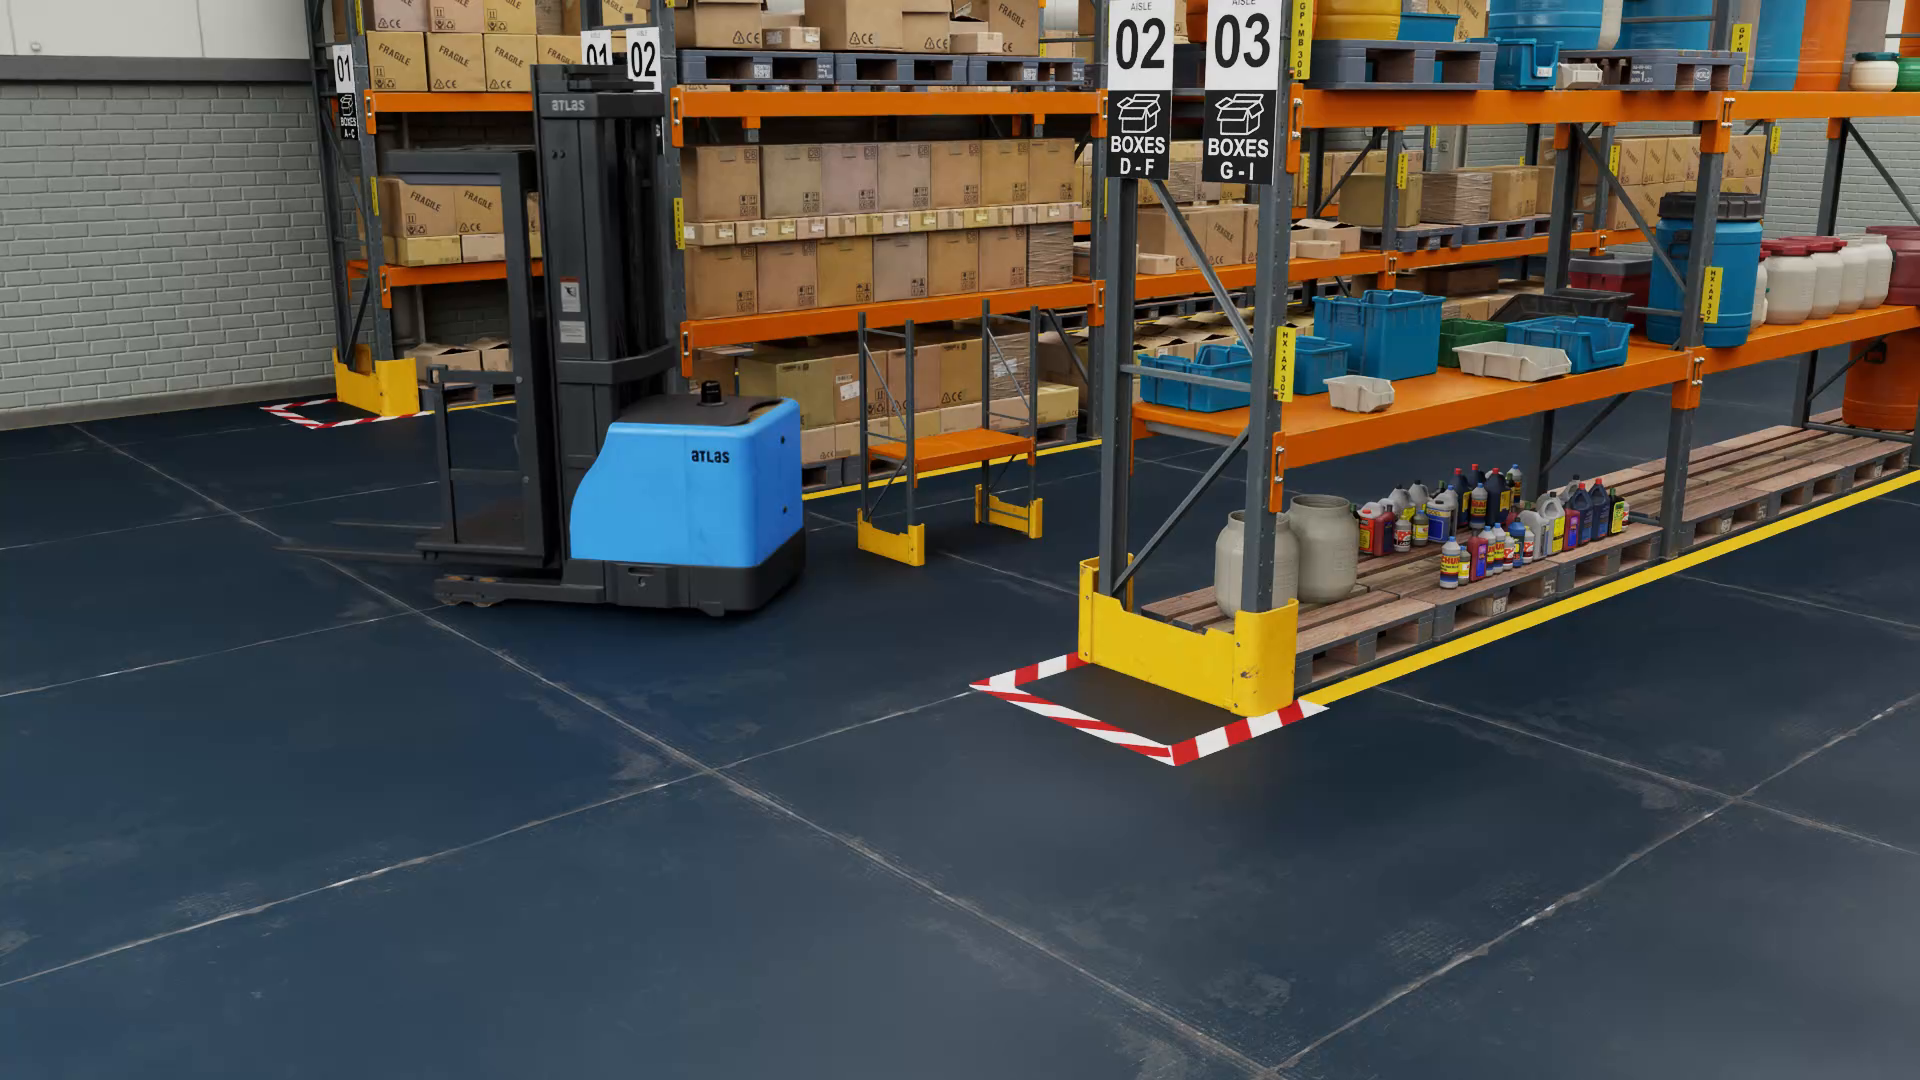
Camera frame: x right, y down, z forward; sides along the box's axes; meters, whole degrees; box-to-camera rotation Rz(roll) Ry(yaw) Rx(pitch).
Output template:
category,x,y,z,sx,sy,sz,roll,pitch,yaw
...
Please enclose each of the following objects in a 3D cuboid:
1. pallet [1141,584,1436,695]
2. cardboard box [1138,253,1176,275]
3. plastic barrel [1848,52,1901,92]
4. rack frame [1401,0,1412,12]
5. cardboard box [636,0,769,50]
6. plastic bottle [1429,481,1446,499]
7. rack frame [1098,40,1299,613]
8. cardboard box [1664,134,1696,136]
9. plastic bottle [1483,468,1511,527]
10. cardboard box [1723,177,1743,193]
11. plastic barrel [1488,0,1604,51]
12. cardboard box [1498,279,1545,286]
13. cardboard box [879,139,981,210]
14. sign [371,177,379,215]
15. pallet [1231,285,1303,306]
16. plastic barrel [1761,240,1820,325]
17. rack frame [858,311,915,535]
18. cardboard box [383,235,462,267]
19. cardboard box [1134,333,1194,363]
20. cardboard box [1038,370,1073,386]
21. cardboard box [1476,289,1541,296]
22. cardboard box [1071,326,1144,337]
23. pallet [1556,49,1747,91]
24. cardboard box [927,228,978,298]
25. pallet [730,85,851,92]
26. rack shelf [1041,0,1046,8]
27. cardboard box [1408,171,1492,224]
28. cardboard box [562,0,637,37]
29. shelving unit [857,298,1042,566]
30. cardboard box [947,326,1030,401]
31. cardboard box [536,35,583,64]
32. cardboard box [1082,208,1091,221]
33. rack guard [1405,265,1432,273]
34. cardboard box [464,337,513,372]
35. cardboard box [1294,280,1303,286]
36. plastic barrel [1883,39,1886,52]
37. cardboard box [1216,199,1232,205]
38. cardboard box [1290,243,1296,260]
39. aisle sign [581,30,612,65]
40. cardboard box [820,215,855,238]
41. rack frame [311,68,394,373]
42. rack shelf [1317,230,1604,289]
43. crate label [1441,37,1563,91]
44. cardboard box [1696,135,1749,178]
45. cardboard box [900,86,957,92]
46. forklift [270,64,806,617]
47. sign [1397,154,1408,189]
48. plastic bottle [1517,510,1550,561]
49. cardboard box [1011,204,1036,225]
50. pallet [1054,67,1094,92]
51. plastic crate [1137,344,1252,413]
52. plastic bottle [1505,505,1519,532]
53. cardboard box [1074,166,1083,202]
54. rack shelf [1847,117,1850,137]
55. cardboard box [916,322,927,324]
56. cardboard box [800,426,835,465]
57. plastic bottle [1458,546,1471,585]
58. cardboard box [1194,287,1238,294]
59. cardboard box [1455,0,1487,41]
category,x,y,z,sx,sy,sz,roll,pitch,yaw
pallet,1.707,0.445,8.676,1.213,0.211,1.003,-13,19,-39
cardboard box,1.636,-2.375,14.317,0.250,0.149,0.380,-13,19,-39
plastic barrel,6.293,-3.221,11.450,0.301,0.262,0.301,0,15,0
rack frame,3.851,-5.962,15.634,0.127,3.000,1.000,-13,19,-39
cardboard box,-1.748,-3.575,11.223,0.637,0.503,0.797,-11,18,-36
plastic bottle,2.906,-0.214,10.149,0.133,0.283,0.061,-12,19,-37
rack frame,1.064,-0.744,7.722,0.127,3.000,1.000,-13,19,-39
cardboard box,8.988,-4.837,20.914,0.500,0.500,0.500,-12,19,-39
plastic bottle,3.295,-0.270,10.230,0.185,0.351,0.144,-13,19,-39
cardboard box,9.337,-4.250,20.655,0.500,0.500,0.500,-12,19,-39
plastic barrel,3.261,-3.168,9.200,0.708,0.901,0.600,-13,19,-39
cardboard box,6.343,-2.712,19.082,0.500,0.500,0.500,-14,20,-42
cardboard box,-0.256,-2.815,12.767,0.500,0.500,0.700,-13,20,-39
sign,-5.083,-2.985,14.436,0.005,0.325,0.100,-13,19,-39
pallet,4.238,-3.472,23.338,1.213,0.211,1.003,-13,19,-39
plastic barrel,5.501,-1.731,11.154,0.433,0.535,0.433,0,15,0
rack frame,-0.448,-0.624,10.180,0.032,1.500,0.500,-13,19,-39
cardboard box,-4.863,-2.631,15.038,0.500,0.250,0.500,-13,20,-41
cardboard box,1.689,-1.637,14.494,0.500,0.311,0.500,-13,20,-40
cardboard box,0.956,-1.388,14.646,0.500,0.250,0.500,-13,20,-40
cardboard box,5.927,-2.440,18.064,0.500,0.500,0.500,-12,19,-39
cardboard box,1.339,-1.746,14.900,0.500,0.311,0.500,-12,19,-38
pallet,3.602,-2.638,9.368,1.003,0.211,1.213,-13,19,-39
cardboard box,-0.272,-2.183,12.918,0.500,0.500,0.700,-12,19,-39
pallet,-1.886,-4.792,17.431,1.003,0.211,1.213,-13,19,-39
rack shelf,2.105,-6.724,20.655,4.000,0.370,1.077,-13,19,-39
cardboard box,5.067,-3.562,17.264,0.500,0.500,0.700,-9,17,-29
cardboard box,-3.415,-5.017,15.739,0.500,0.500,0.500,-14,20,-41
shelving unit,-0.058,-0.712,10.508,1.083,1.500,0.587,-13,19,-39
cardboard box,0.242,-1.420,13.313,0.500,0.500,0.500,-13,19,-39
cardboard box,-3.815,-4.455,15.572,0.500,0.500,0.500,-11,19,-36
cardboard box,1.448,-3.996,20.347,0.250,0.149,0.380,-12,19,-38
rack guard,6.649,-4.179,25.428,0.348,0.500,1.175,-13,19,-39
cardboard box,-4.428,-1.782,15.968,0.500,0.311,0.500,-11,18,-35
cardboard box,4.626,-3.892,23.537,0.500,0.500,0.700,-13,20,-40
plastic barrel,6.664,-3.609,12.421,0.421,0.512,0.421,0,15,0
cardboard box,3.369,-4.434,21.985,0.250,0.149,0.380,-12,19,-38
cardboard box,2.925,-2.716,15.591,0.250,0.149,0.380,-11,18,-35
aisle sign,-2.427,-3.011,11.172,0.004,0.787,0.394,-13,19,-39
cardboard box,-0.969,-2.270,11.986,0.250,0.149,0.380,-14,20,-41
rack frame,-5.439,-2.673,14.943,0.127,3.000,1.000,-13,19,-39
rack shelf,5.359,-3.055,17.770,4.000,0.370,1.077,-13,19,-39
crate label,2.693,-2.374,8.301,0.408,0.251,0.502,-13,19,-39
cardboard box,9.350,-4.736,20.536,0.500,0.500,0.500,-12,19,-38
cardboard box,-0.443,-5.335,18.859,0.637,0.503,0.797,-9,18,-32
forklift,-2.488,-1.165,9.433,3.031,2.935,1.130,3,15,11
sign,4.217,-3.516,15.857,0.005,0.325,0.100,-13,19,-39
plastic bottle,3.272,-0.039,9.509,0.135,0.276,0.152,-12,19,-38
cardboard box,0.385,-2.574,13.123,0.250,0.149,0.380,-13,20,-41
pallet,1.490,-3.895,14.078,1.217,0.209,0.805,-14,20,-42
plastic crate,1.245,-0.815,8.277,0.616,0.251,0.499,-13,19,-39
plastic bottle,3.201,-0.063,9.585,0.133,0.283,0.061,-13,19,-39
cardboard box,1.130,-4.262,20.084,0.500,0.500,0.500,-12,19,-38
rack shelf,8.608,-3.540,13.770,4.000,0.370,1.077,-13,19,-39
cardboard box,-0.734,-2.746,19.210,0.500,0.500,0.700,-13,20,-40
cardboard box,-1.259,-0.716,12.133,0.500,0.250,0.500,-13,19,-39
plastic bottle,2.715,0.132,9.015,0.097,0.201,0.097,0,15,0
cardboard box,3.208,-3.734,22.269,0.750,0.750,0.750,-12,19,-39
cardboard box,4.953,-5.290,16.798,0.500,0.500,0.500,-13,19,-39
